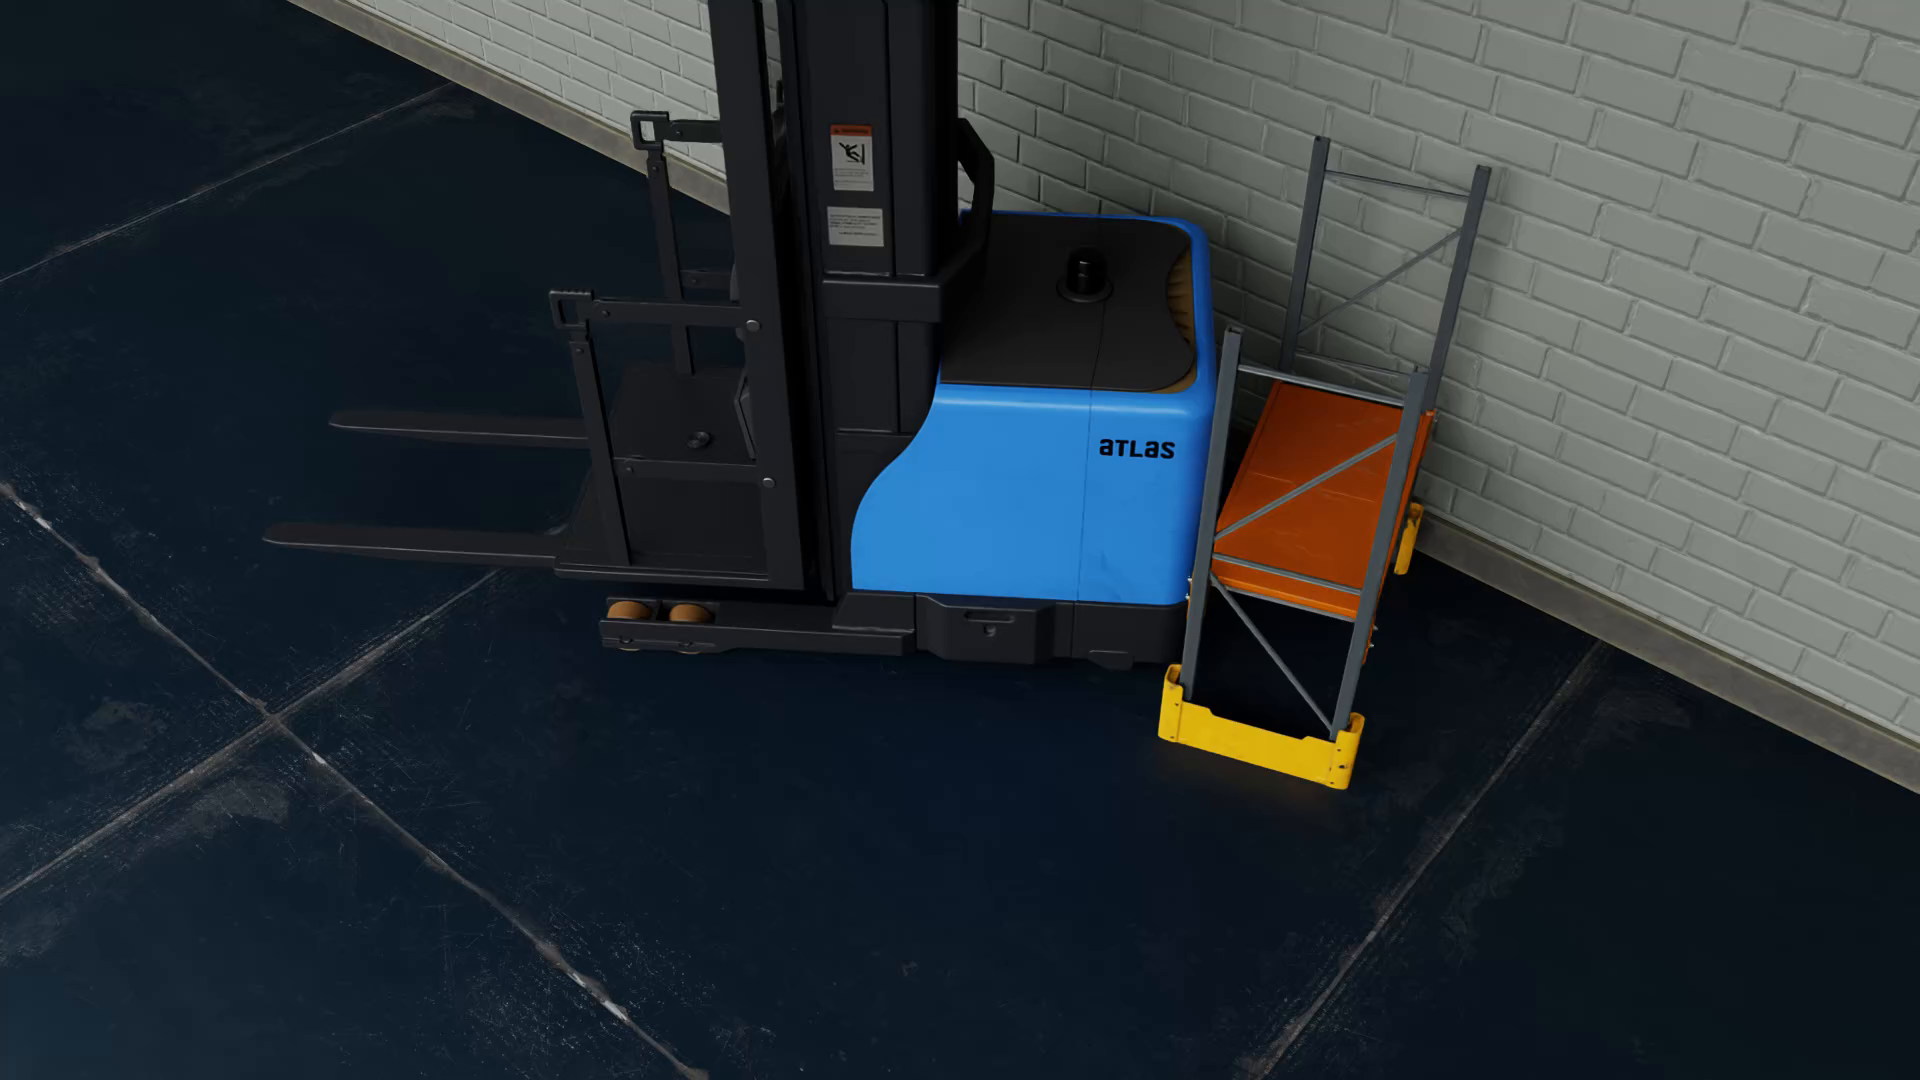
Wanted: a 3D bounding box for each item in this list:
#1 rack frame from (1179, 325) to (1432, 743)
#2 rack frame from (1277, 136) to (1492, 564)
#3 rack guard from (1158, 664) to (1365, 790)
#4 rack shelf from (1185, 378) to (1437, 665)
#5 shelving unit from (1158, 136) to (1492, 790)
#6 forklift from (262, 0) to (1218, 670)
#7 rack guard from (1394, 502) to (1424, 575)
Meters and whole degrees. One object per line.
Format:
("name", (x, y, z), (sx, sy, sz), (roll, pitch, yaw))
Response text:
("rack frame", (0.888, 0.094, 4.532), (0.500, 1.500, 0.032), (15, 44, 16))
("rack frame", (1.257, -0.543, 5.233), (0.500, 1.500, 0.032), (15, 44, 16))
("rack guard", (0.889, 0.556, 4.953), (0.587, 0.250, 0.087), (15, 44, 16))
("rack shelf", (1.073, -0.092, 5.003), (0.538, 0.185, 1.000), (15, 44, 16))
("shelving unit", (1.069, -0.219, 4.876), (0.587, 1.500, 1.083), (15, 44, 16))
("forklift", (-0.743, -1.069, 4.747), (3.031, 2.935, 1.130), (3, 42, 3))
("rack guard", (1.250, -0.069, 5.640), (0.587, 0.250, 0.087), (15, 44, 16))
